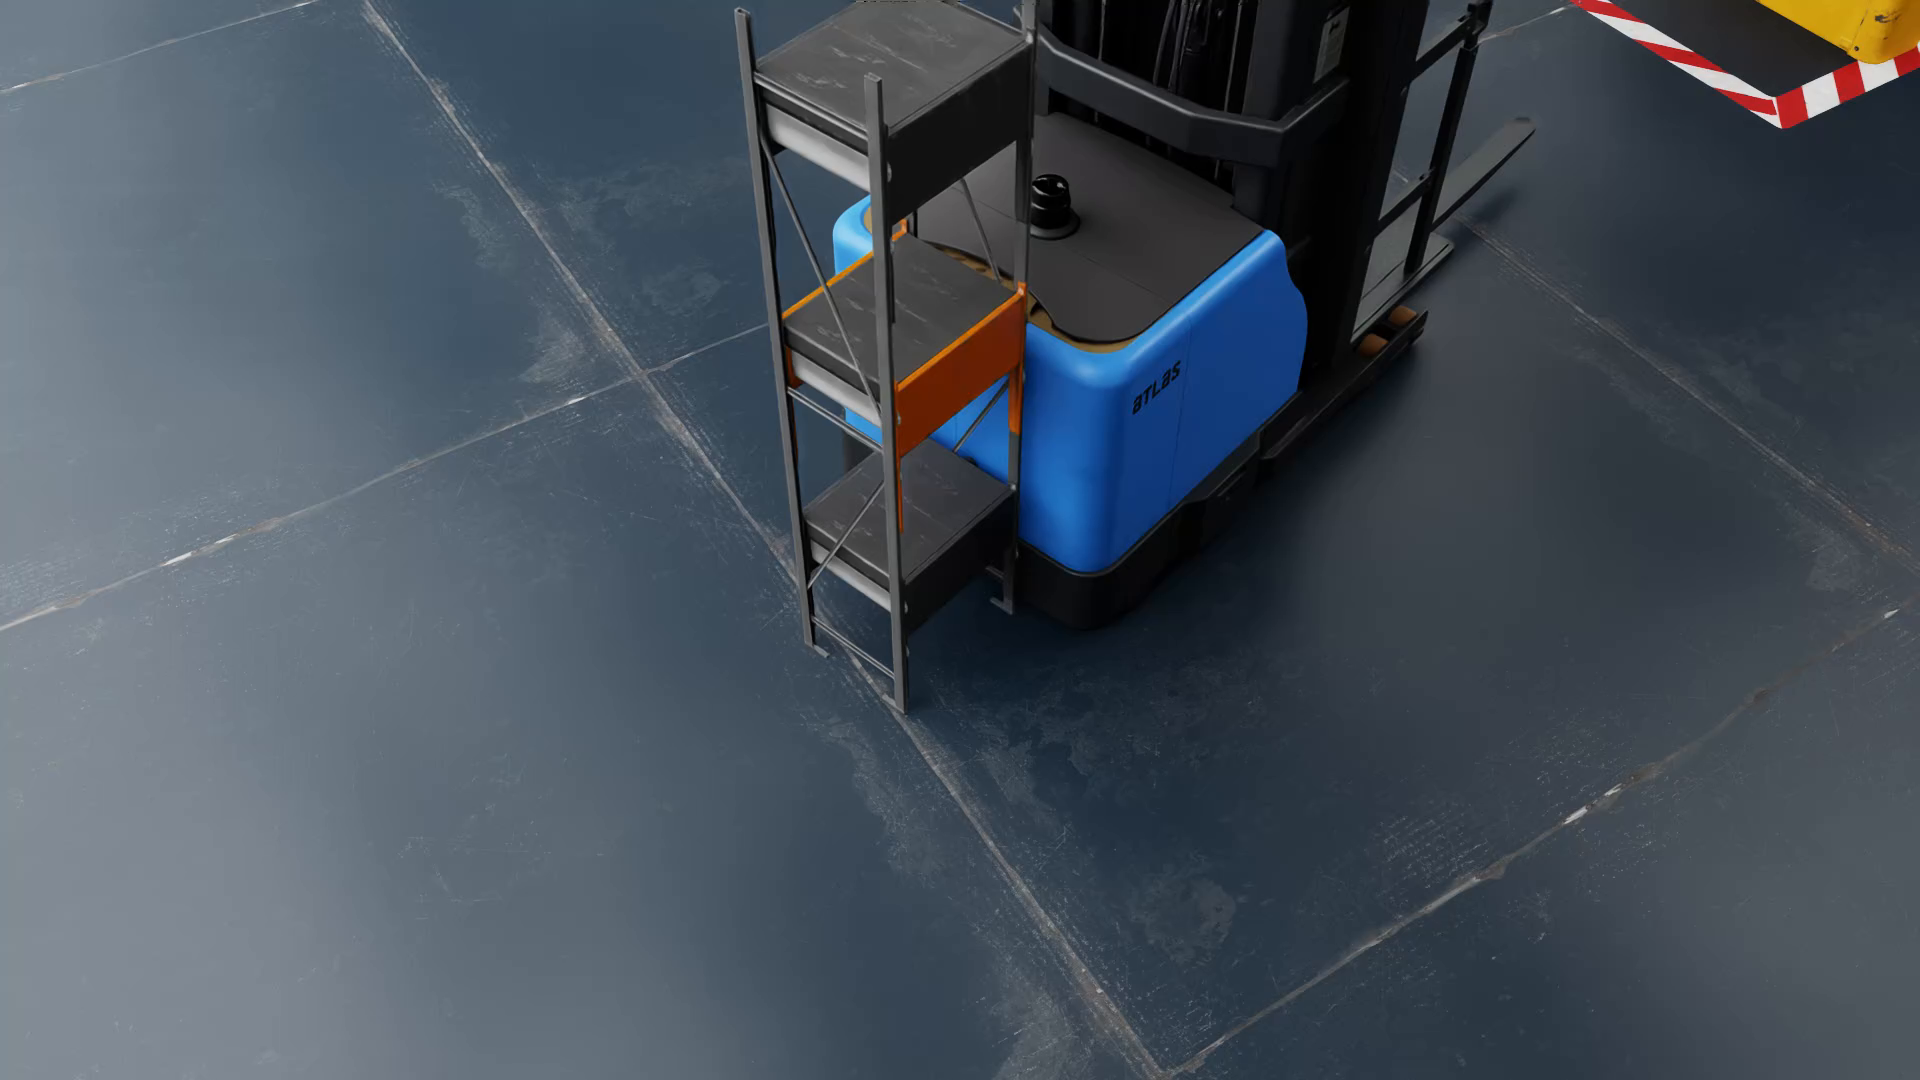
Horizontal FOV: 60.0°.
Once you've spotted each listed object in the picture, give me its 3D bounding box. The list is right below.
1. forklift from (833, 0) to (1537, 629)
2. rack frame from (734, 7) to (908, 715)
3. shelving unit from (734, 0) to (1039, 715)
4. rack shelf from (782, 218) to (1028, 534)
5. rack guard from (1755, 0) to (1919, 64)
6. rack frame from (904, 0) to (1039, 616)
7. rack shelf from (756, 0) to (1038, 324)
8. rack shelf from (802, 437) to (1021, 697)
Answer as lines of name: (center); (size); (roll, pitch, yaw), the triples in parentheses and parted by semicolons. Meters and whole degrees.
forklift: (0.973, -1.742, 4.838); (1.130, 2.935, 3.031); (33, 56, 26)
rack frame: (-0.307, -0.294, 4.106); (0.400, 2.100, 0.015); (33, 56, 26)
shelving unit: (-0.148, -0.432, 4.228); (0.431, 2.100, 0.503); (33, 56, 26)
rack shelf: (-0.148, -0.422, 4.238); (0.431, 0.518, 0.480); (33, 56, 26)
rack guard: (3.687, -2.600, 7.231); (0.348, 0.500, 1.175); (-25, 53, -21)
rack frame: (0.012, -0.569, 4.351); (0.400, 2.100, 0.015); (33, 56, 26)
rack shelf: (-0.148, -0.888, 3.716); (0.431, 0.518, 0.480); (33, 56, 26)
rack shelf: (-0.148, 0.043, 4.761); (0.431, 0.518, 0.480); (33, 56, 26)
